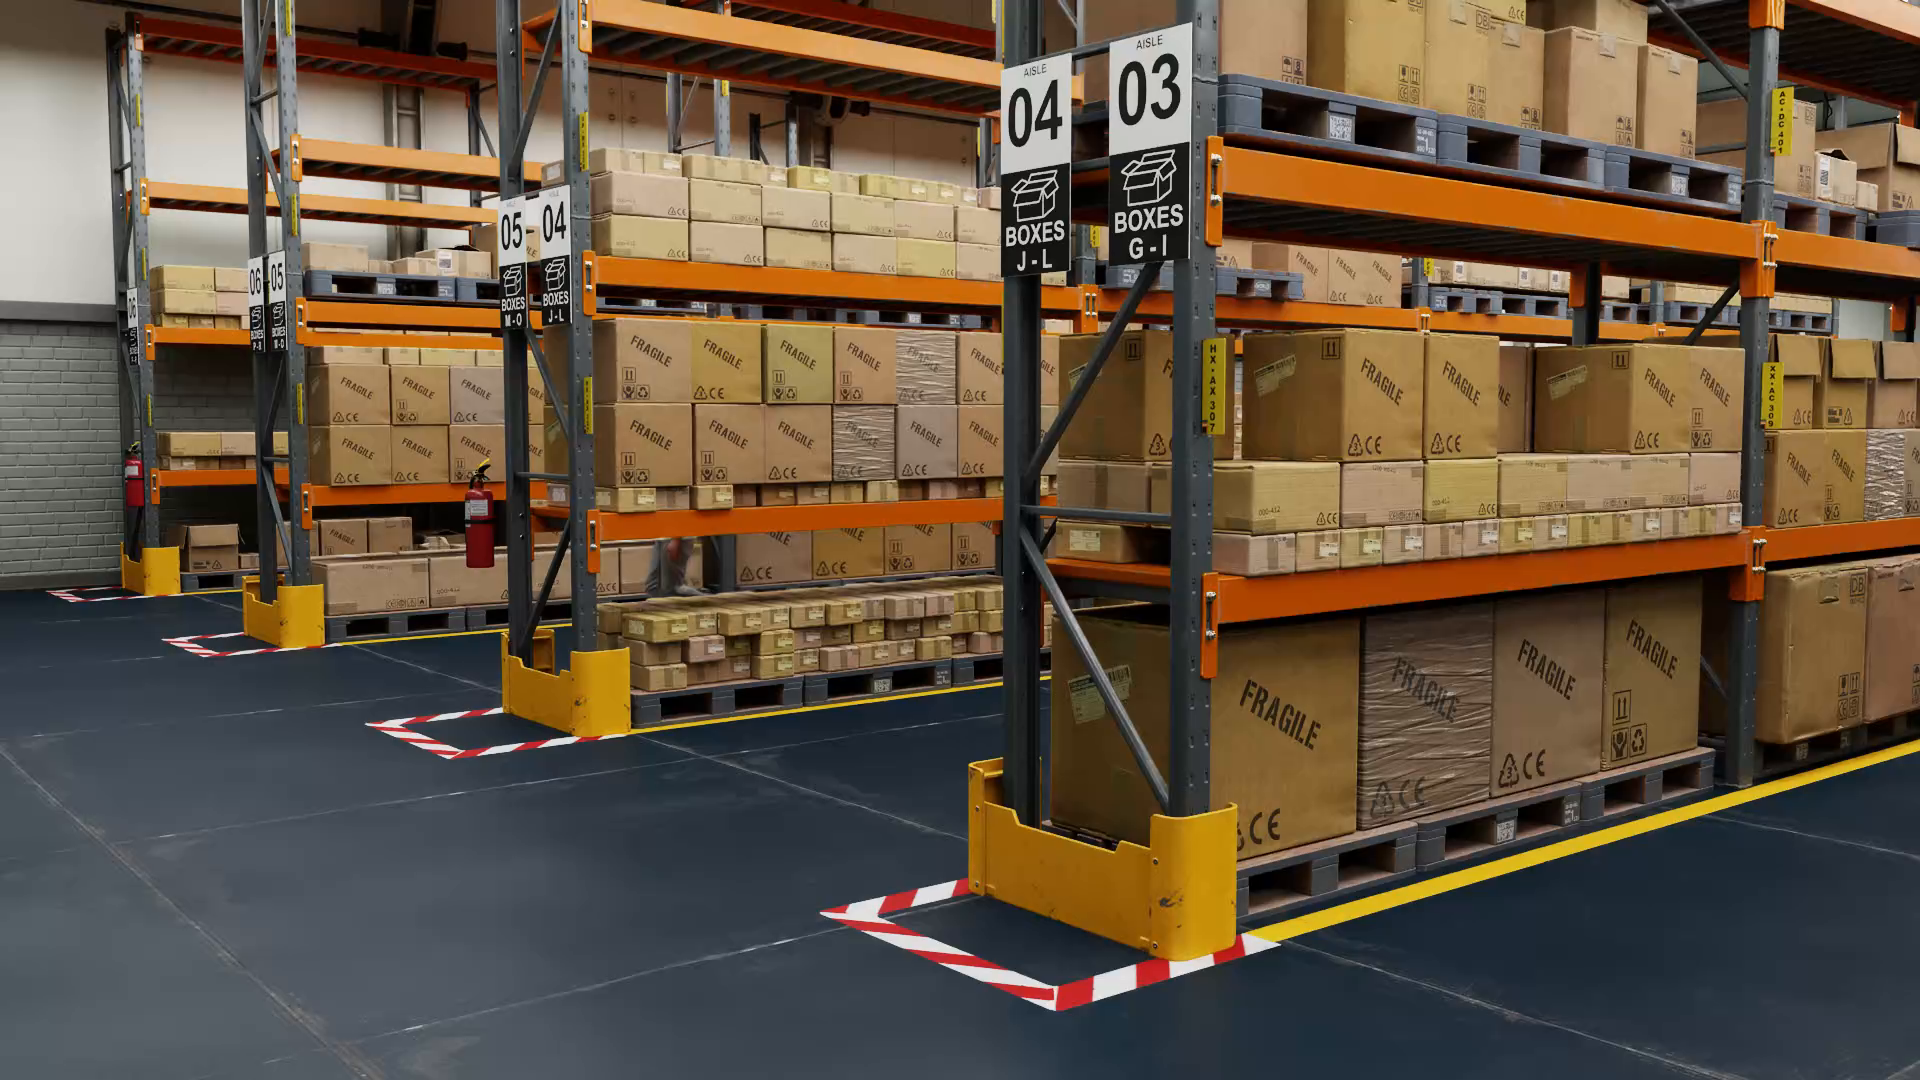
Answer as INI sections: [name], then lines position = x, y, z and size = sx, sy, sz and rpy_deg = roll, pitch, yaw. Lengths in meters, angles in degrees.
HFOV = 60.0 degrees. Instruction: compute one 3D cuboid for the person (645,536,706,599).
[person]
position = -2.267, -0.017, 13.404
size = 0.794, 1.749, 0.544
rpy_deg = -1, 4, -16
